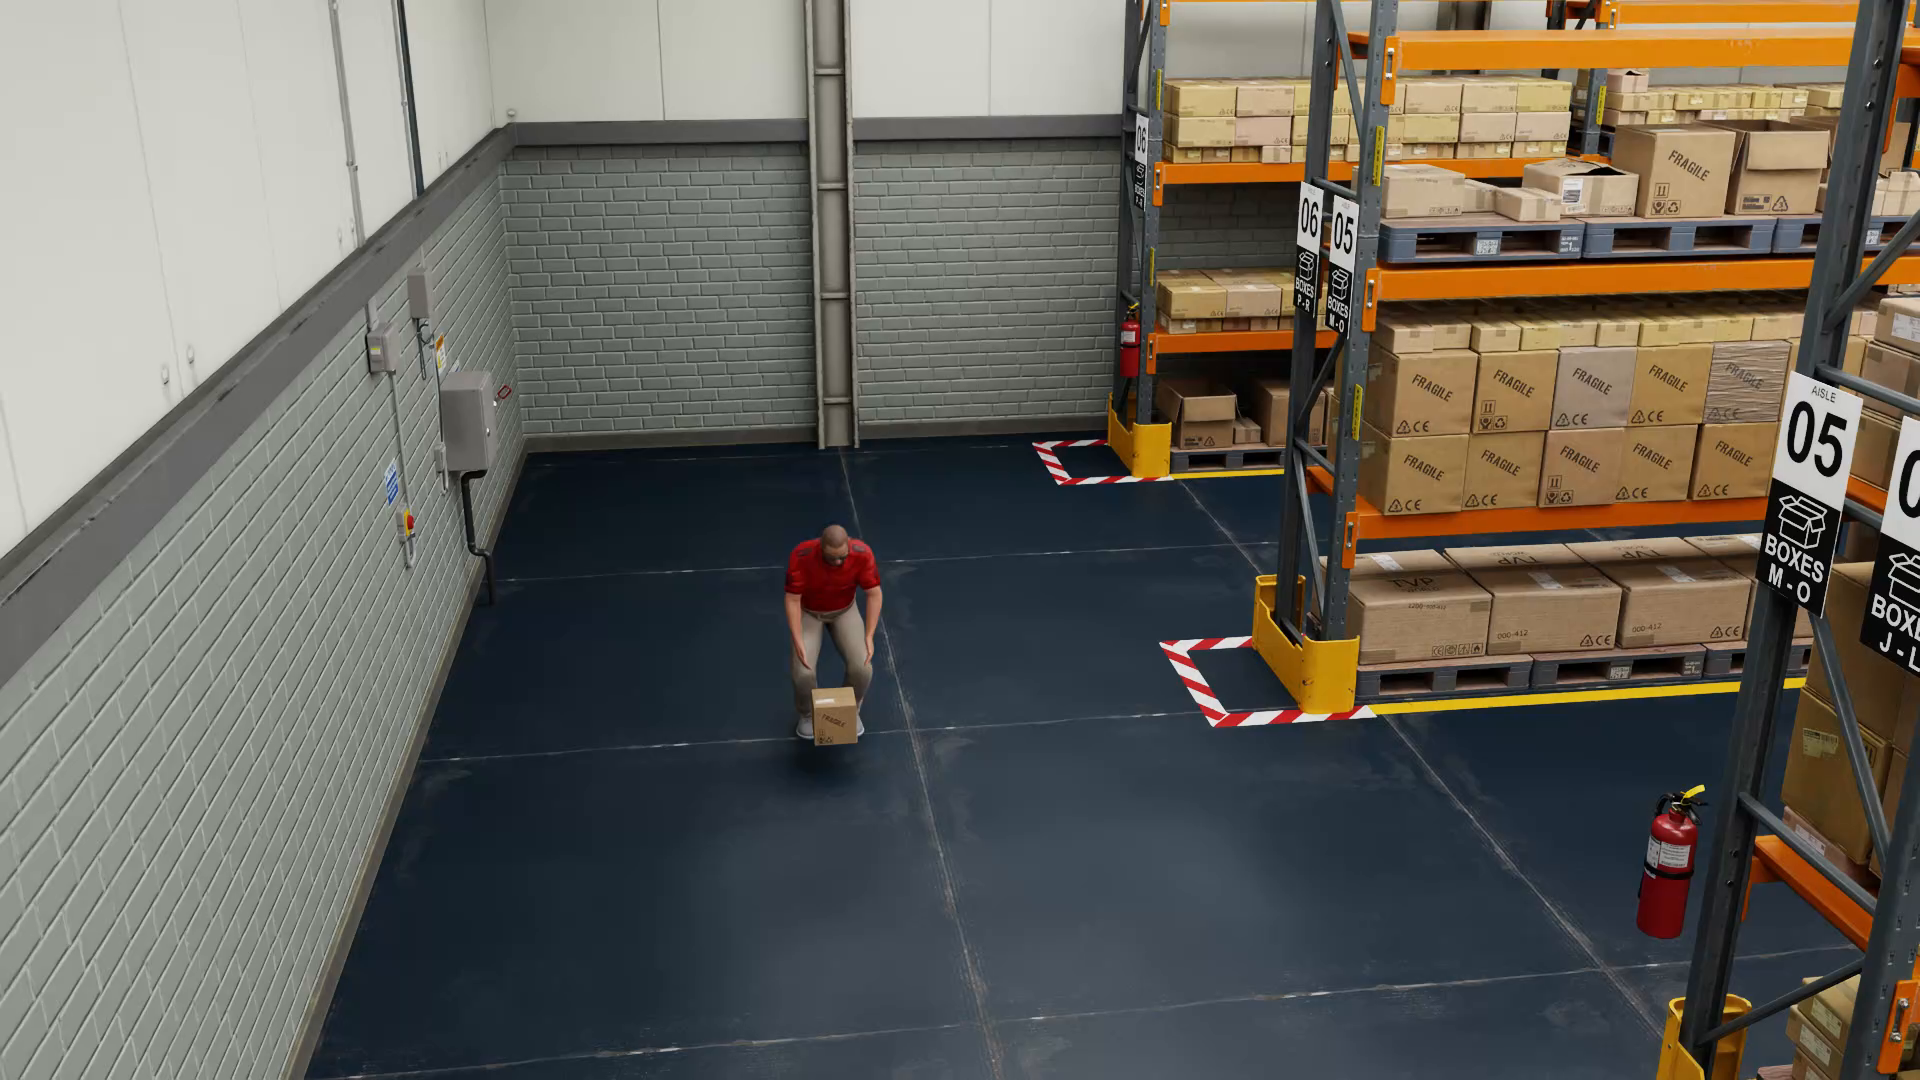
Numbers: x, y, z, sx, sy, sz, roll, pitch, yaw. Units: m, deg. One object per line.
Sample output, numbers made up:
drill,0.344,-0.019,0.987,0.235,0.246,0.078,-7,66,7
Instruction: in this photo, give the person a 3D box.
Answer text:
person,-0.772,0.514,10.127,0.590,1.431,0.686,-3,20,-7
